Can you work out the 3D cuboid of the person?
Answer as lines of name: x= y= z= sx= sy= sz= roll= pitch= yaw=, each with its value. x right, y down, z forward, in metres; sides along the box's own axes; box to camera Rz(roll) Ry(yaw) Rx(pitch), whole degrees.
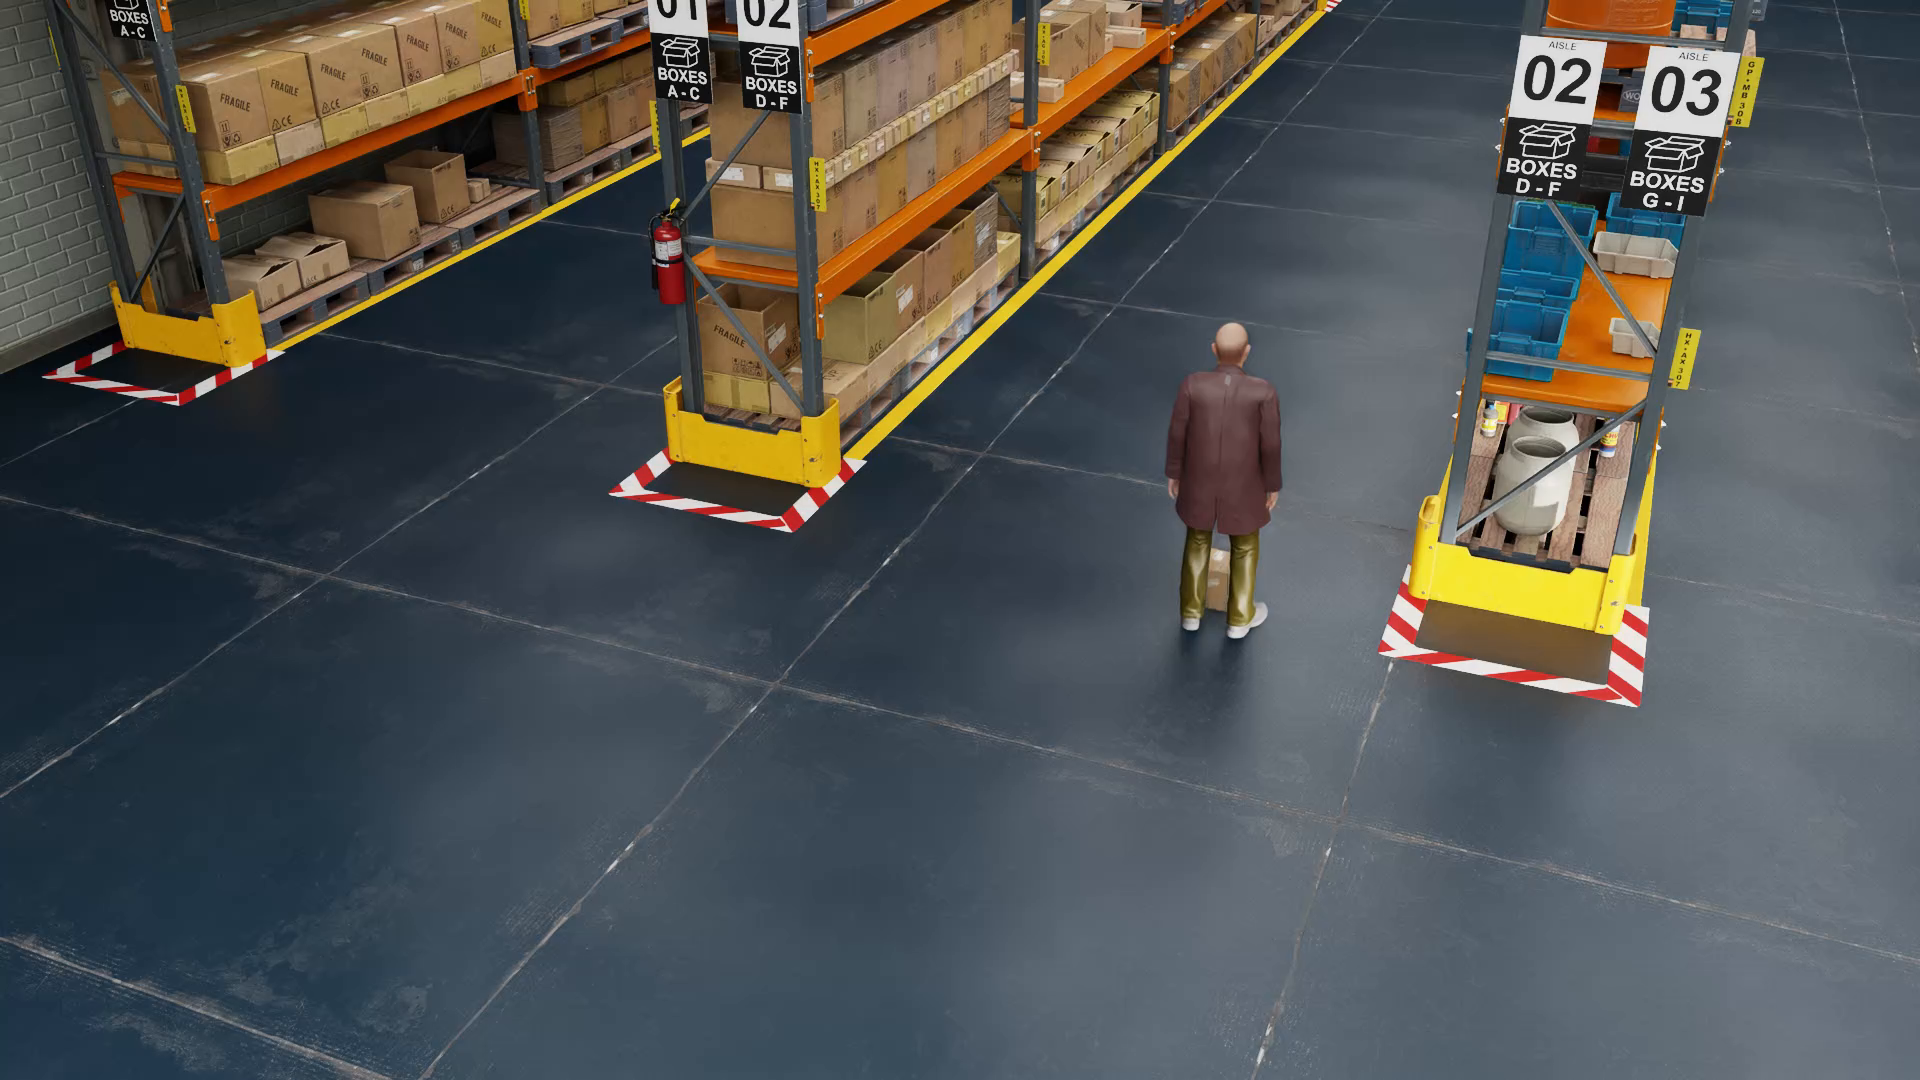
person: x=1.419 y=-0.315 z=8.984 sx=0.643 sy=1.772 sz=0.429 roll=10 pitch=31 yaw=17
